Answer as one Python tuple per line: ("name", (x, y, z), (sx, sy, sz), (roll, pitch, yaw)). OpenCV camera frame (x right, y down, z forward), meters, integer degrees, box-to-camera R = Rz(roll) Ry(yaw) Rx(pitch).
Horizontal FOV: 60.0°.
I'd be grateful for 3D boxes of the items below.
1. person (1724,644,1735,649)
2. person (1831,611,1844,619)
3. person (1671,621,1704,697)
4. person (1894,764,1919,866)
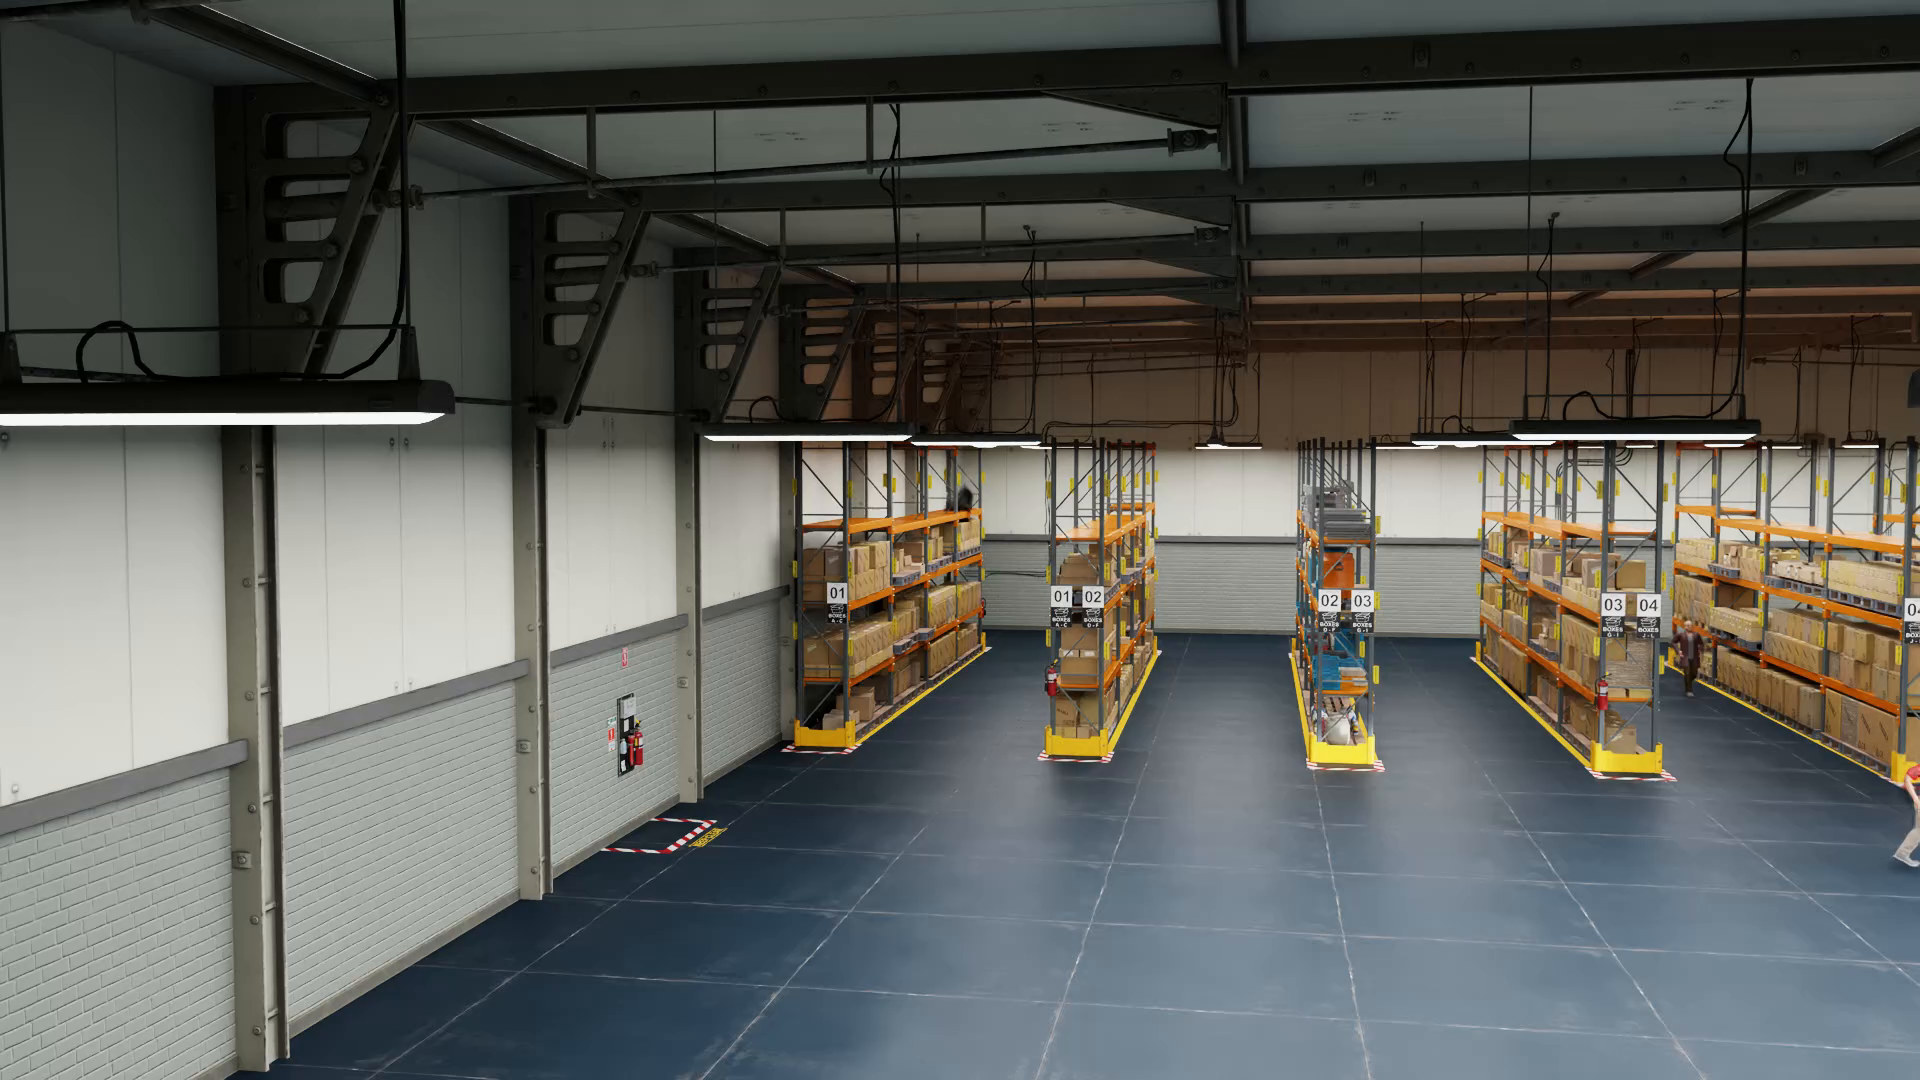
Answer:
("person", (20.882, 2.496, 45.033), (0.739, 1.694, 0.582), (-1, 3, -24))
("person", (23.838, 2.501, 45.200), (0.540, 1.680, 0.687), (1, 3, 15))
("person", (17.106, 2.777, 39.091), (0.739, 1.755, 0.834), (1, 3, 10))
("person", (13.202, 3.678, 22.659), (0.786, 1.799, 0.643), (2, 4, 37))
